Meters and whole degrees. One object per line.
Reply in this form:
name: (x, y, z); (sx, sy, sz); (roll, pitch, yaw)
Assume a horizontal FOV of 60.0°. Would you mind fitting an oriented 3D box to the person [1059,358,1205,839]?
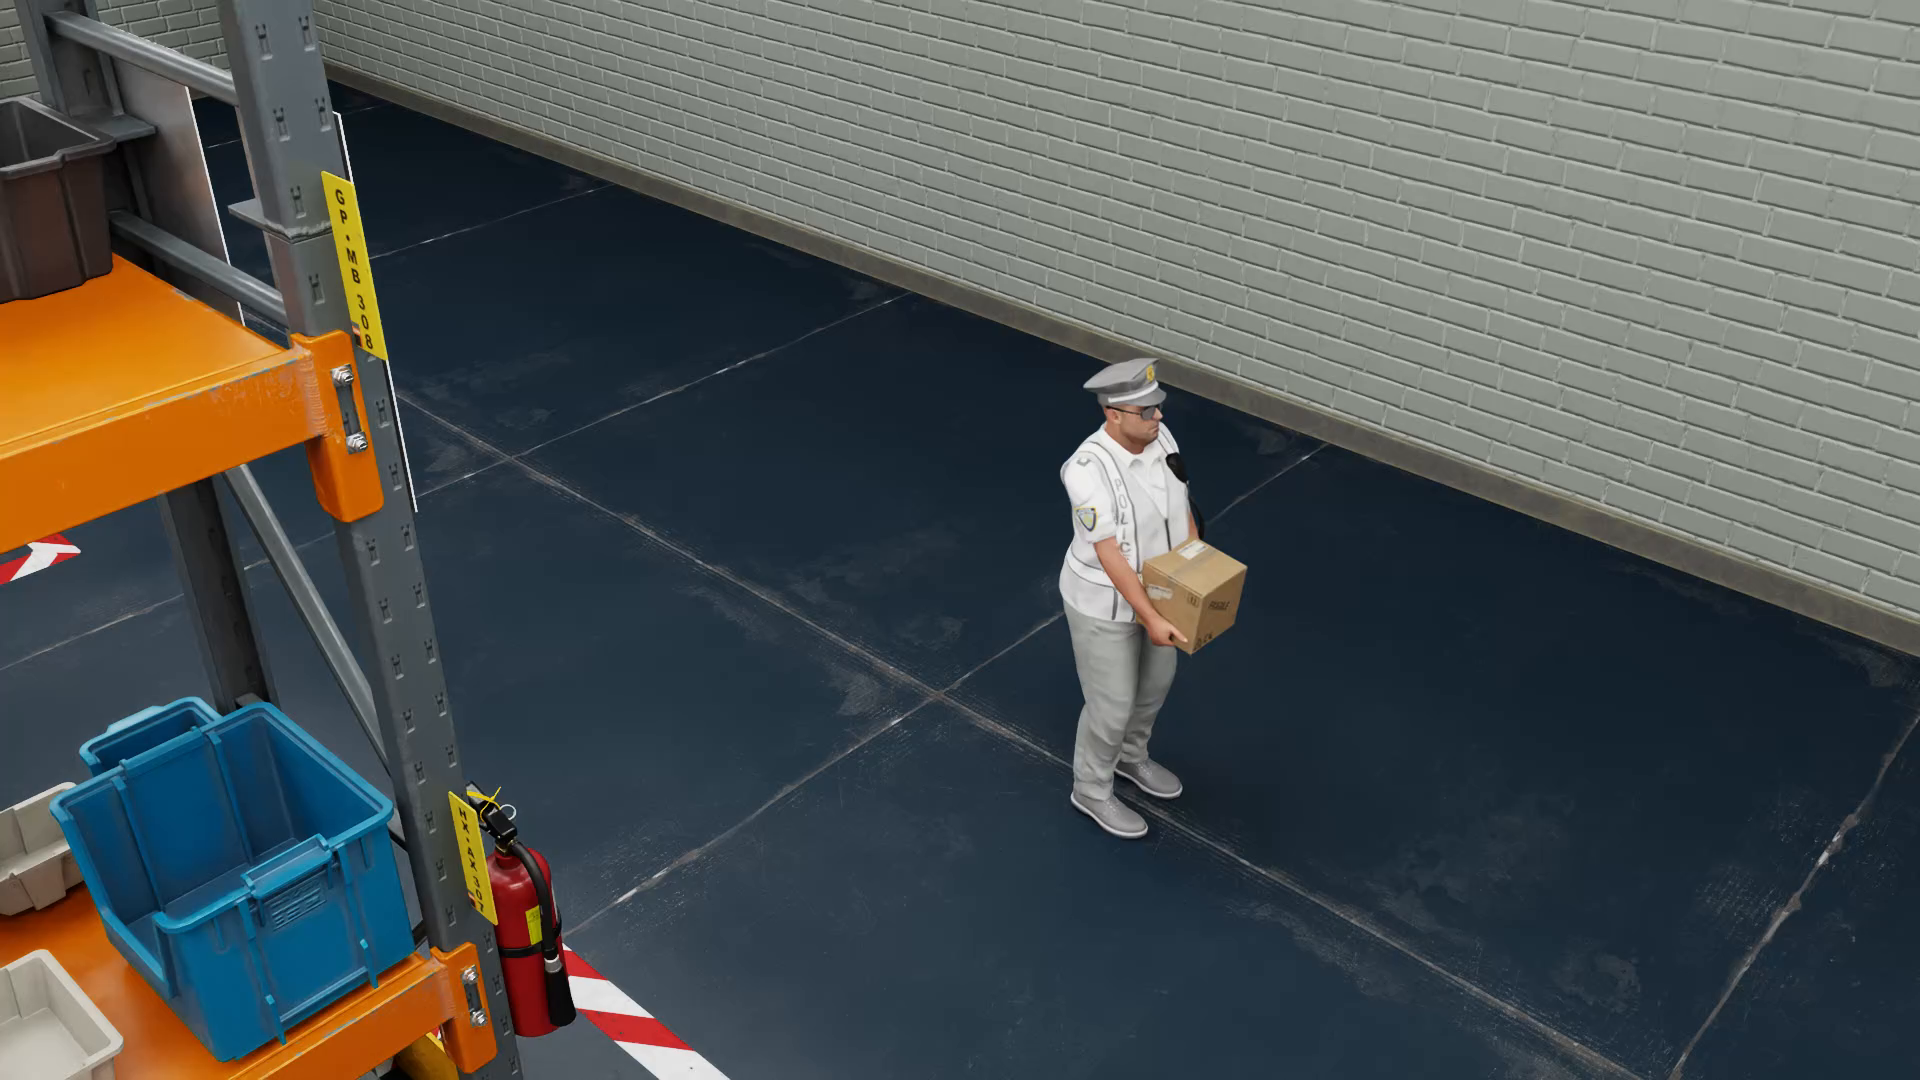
person: (0.641, 0.217, 5.754); (0.563, 1.767, 0.494); (26, 40, 36)
